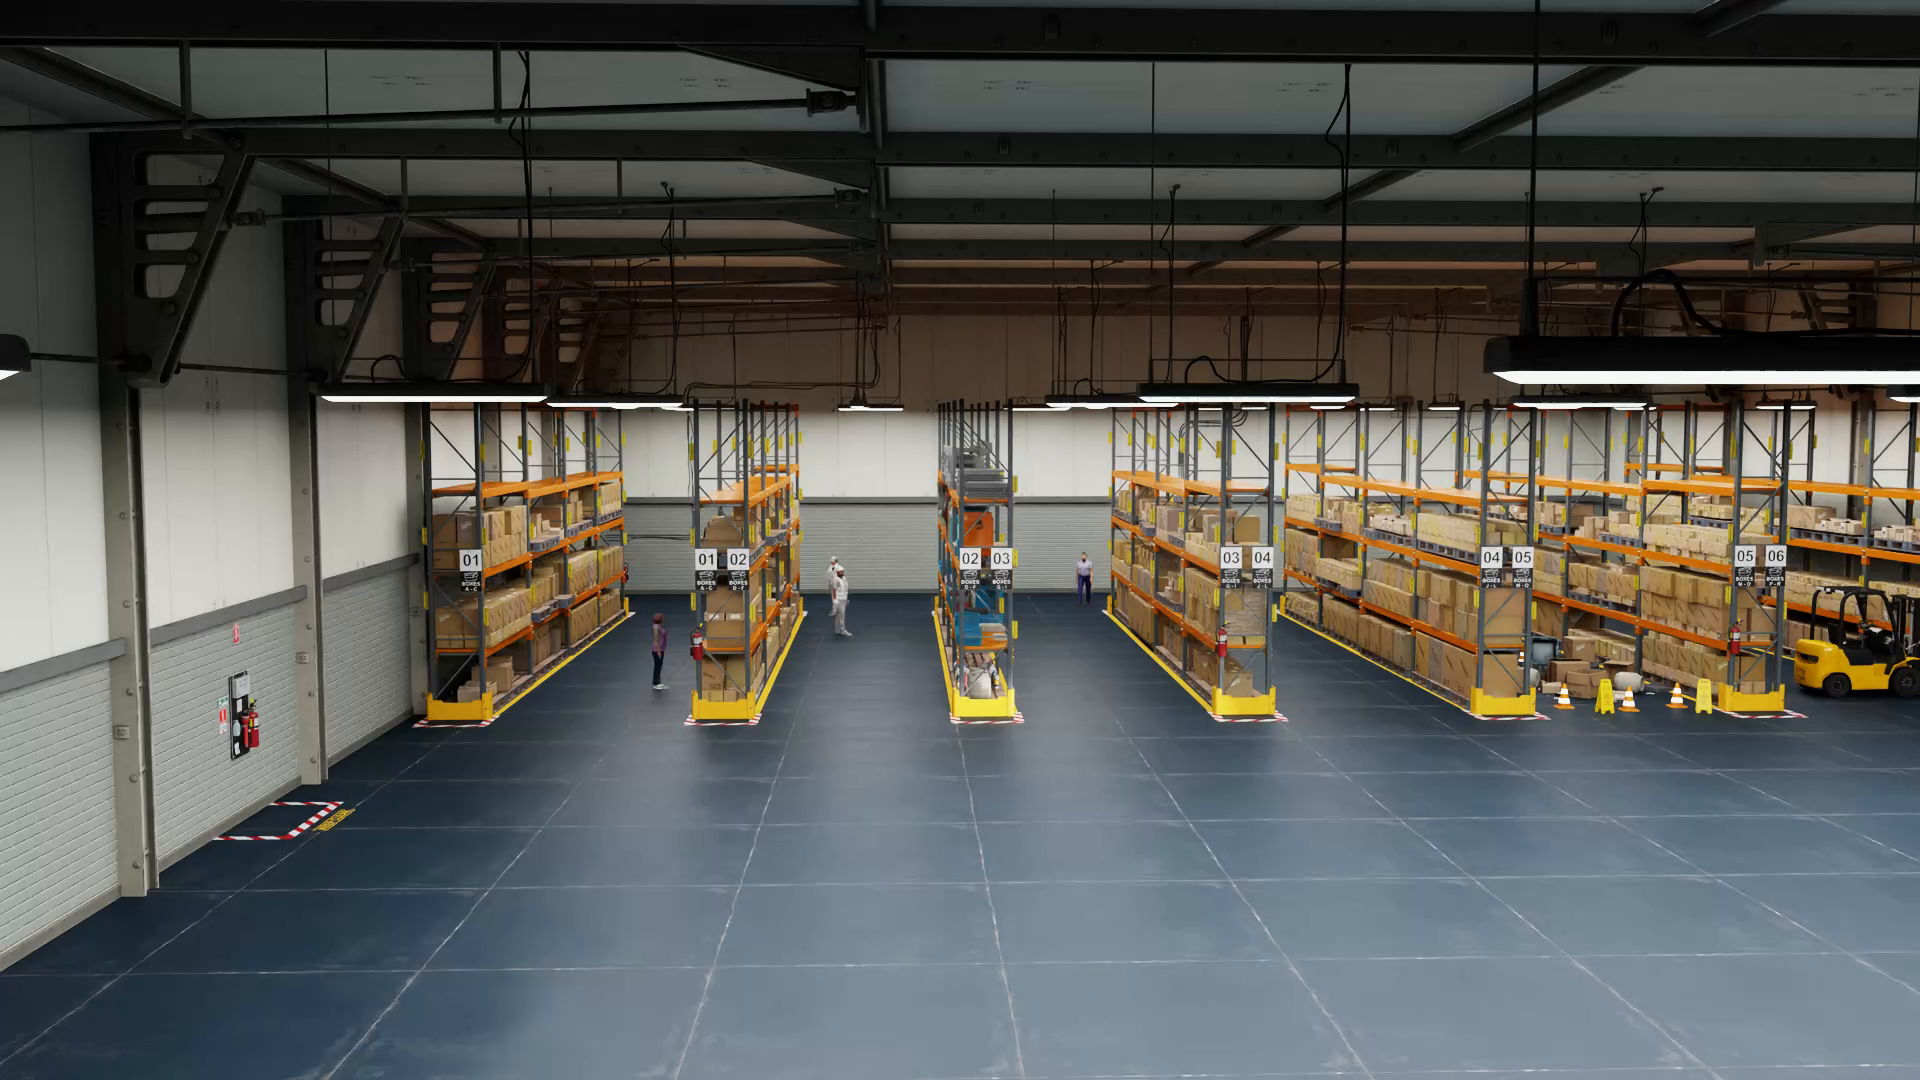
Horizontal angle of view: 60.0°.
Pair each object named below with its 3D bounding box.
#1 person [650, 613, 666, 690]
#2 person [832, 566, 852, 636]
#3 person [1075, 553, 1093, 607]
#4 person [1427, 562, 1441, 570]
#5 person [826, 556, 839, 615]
[{"bbox_3d":[-6.263,2.303,34.531,0.352,1.603,0.466,1,4,11],"label":"person"},{"bbox_3d":[-3.008,1.557,43.147,0.556,1.789,0.595,1,4,13],"label":"person"},{"bbox_3d":[3.681,1.172,49.374,0.528,1.578,0.990,1,4,7],"label":"person"},{"bbox_3d":[14.519,1.023,51.249,0.867,1.560,0.400,-2,5,-23],"label":"person"},{"bbox_3d":[-3.649,1.293,47.582,0.524,1.676,0.536,-3,5,-36],"label":"person"}]
